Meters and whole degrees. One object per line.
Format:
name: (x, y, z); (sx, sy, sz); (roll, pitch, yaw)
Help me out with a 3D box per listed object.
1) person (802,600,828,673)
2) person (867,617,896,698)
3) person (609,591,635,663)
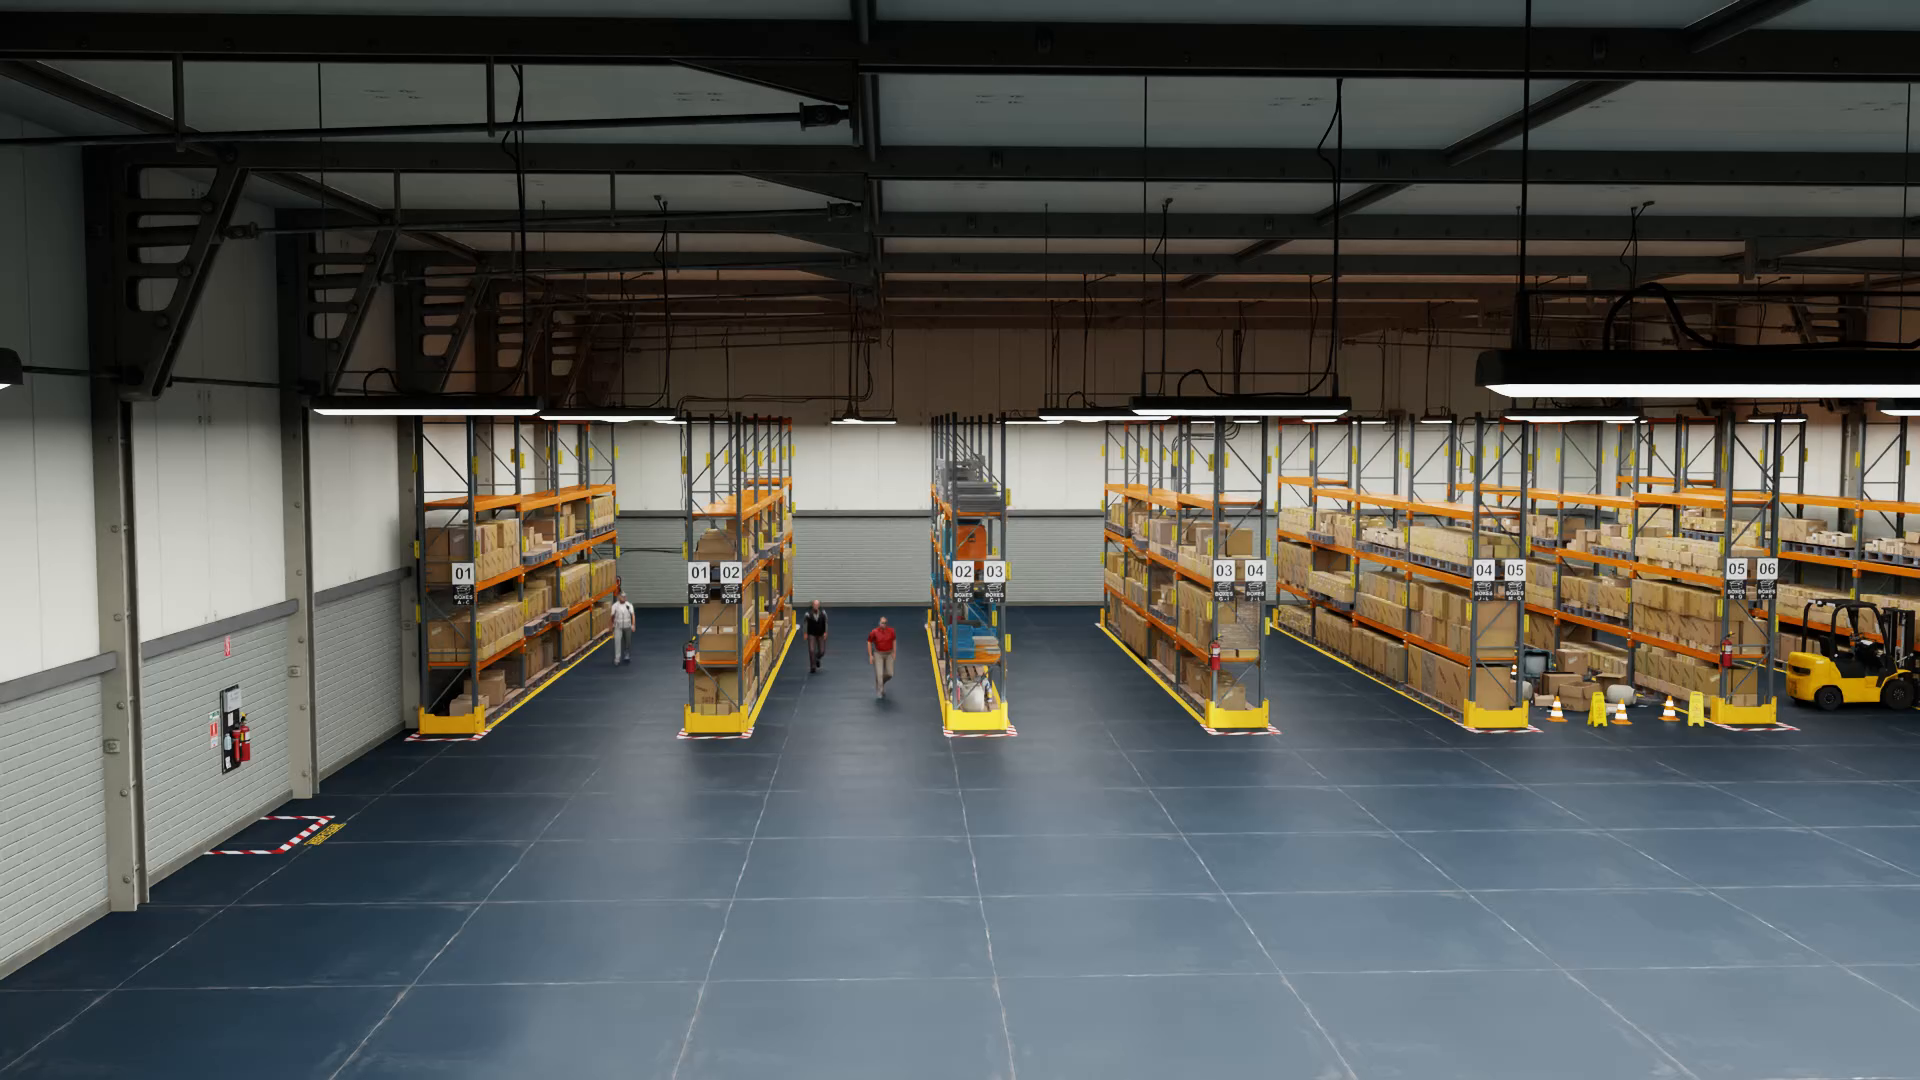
person: (-3.395, 2.231, 38.946); (0.622, 1.704, 0.638); (-1, 4, -14)
person: (-1.666, 2.474, 35.360); (0.634, 1.713, 0.593); (-1, 4, -19)
person: (-8.212, 2.090, 40.373); (0.635, 1.706, 1.055); (-1, 4, -12)
